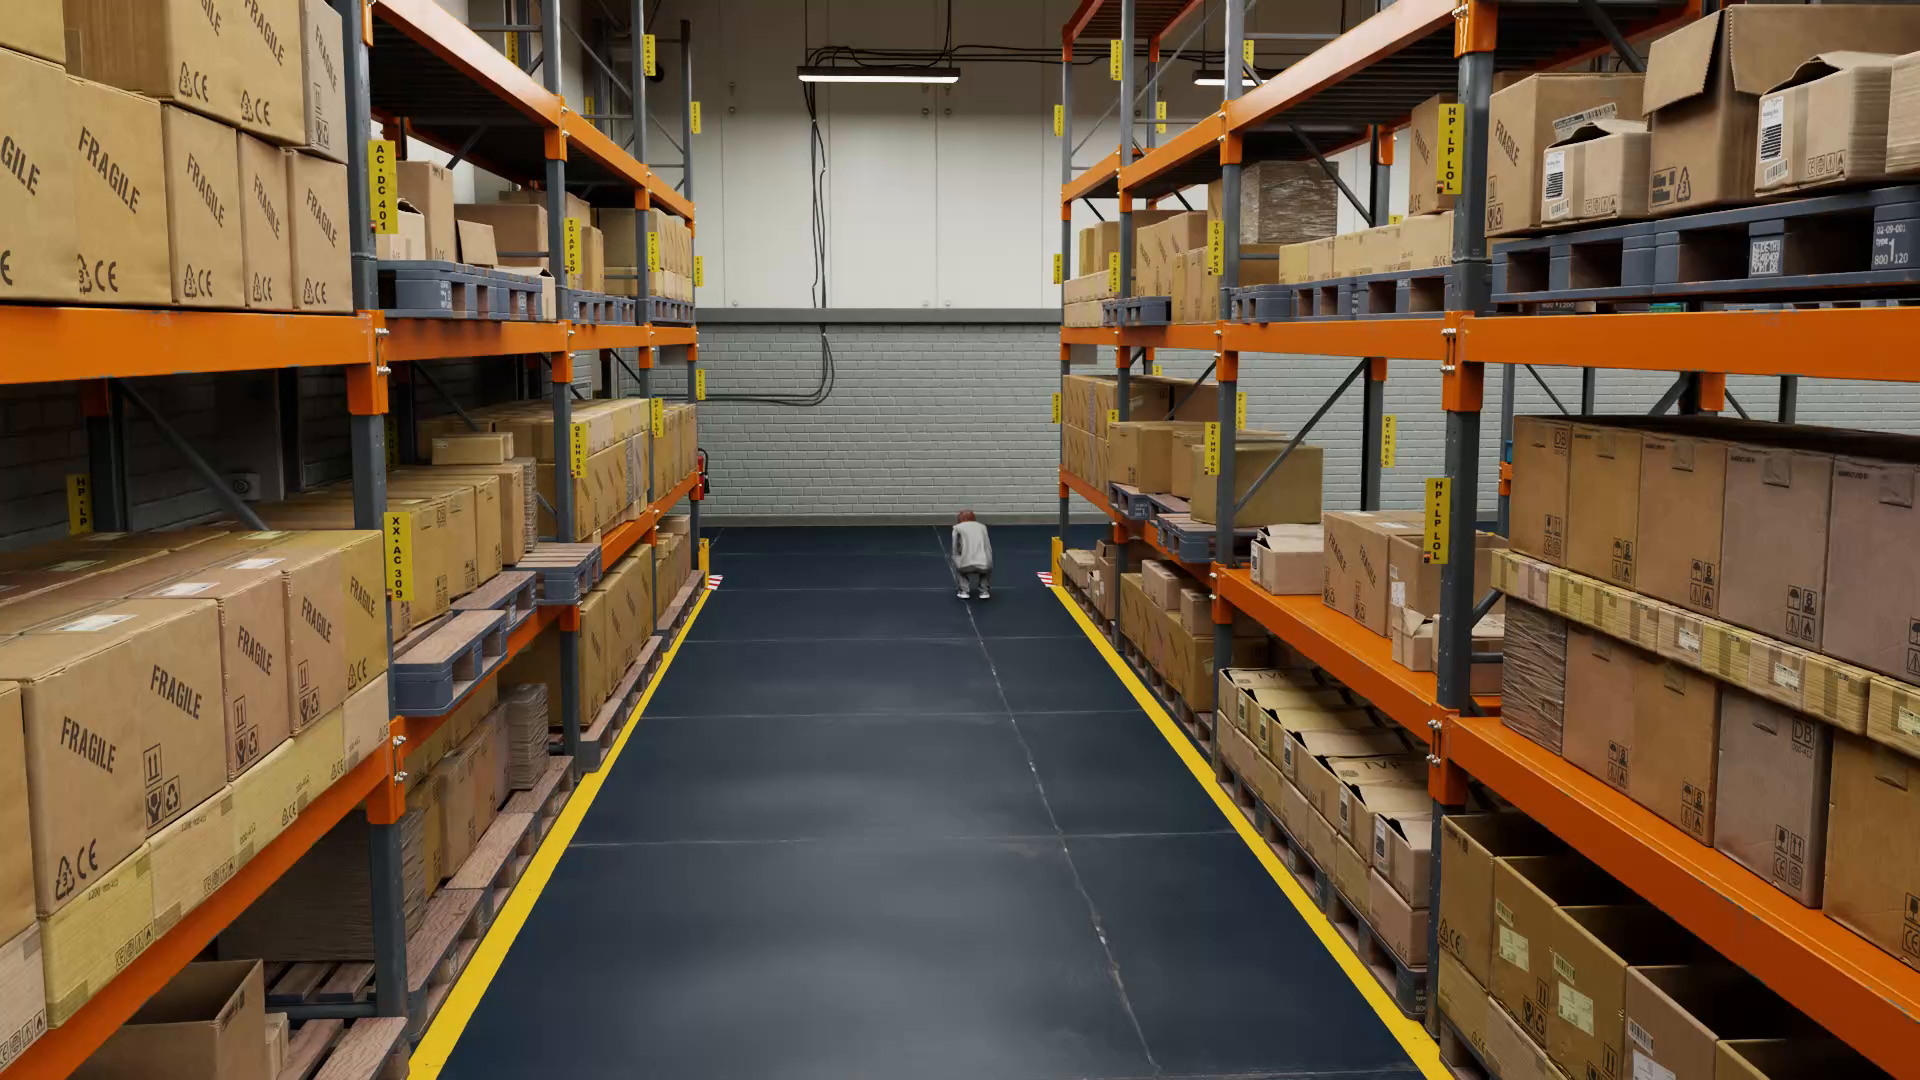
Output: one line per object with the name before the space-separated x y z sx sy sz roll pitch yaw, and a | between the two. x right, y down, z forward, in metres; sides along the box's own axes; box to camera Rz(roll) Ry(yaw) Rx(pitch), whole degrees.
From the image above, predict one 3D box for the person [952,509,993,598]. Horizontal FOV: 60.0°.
person | 0.134 0.155 17.468 0.429 0.889 0.811 -1 7 -4
